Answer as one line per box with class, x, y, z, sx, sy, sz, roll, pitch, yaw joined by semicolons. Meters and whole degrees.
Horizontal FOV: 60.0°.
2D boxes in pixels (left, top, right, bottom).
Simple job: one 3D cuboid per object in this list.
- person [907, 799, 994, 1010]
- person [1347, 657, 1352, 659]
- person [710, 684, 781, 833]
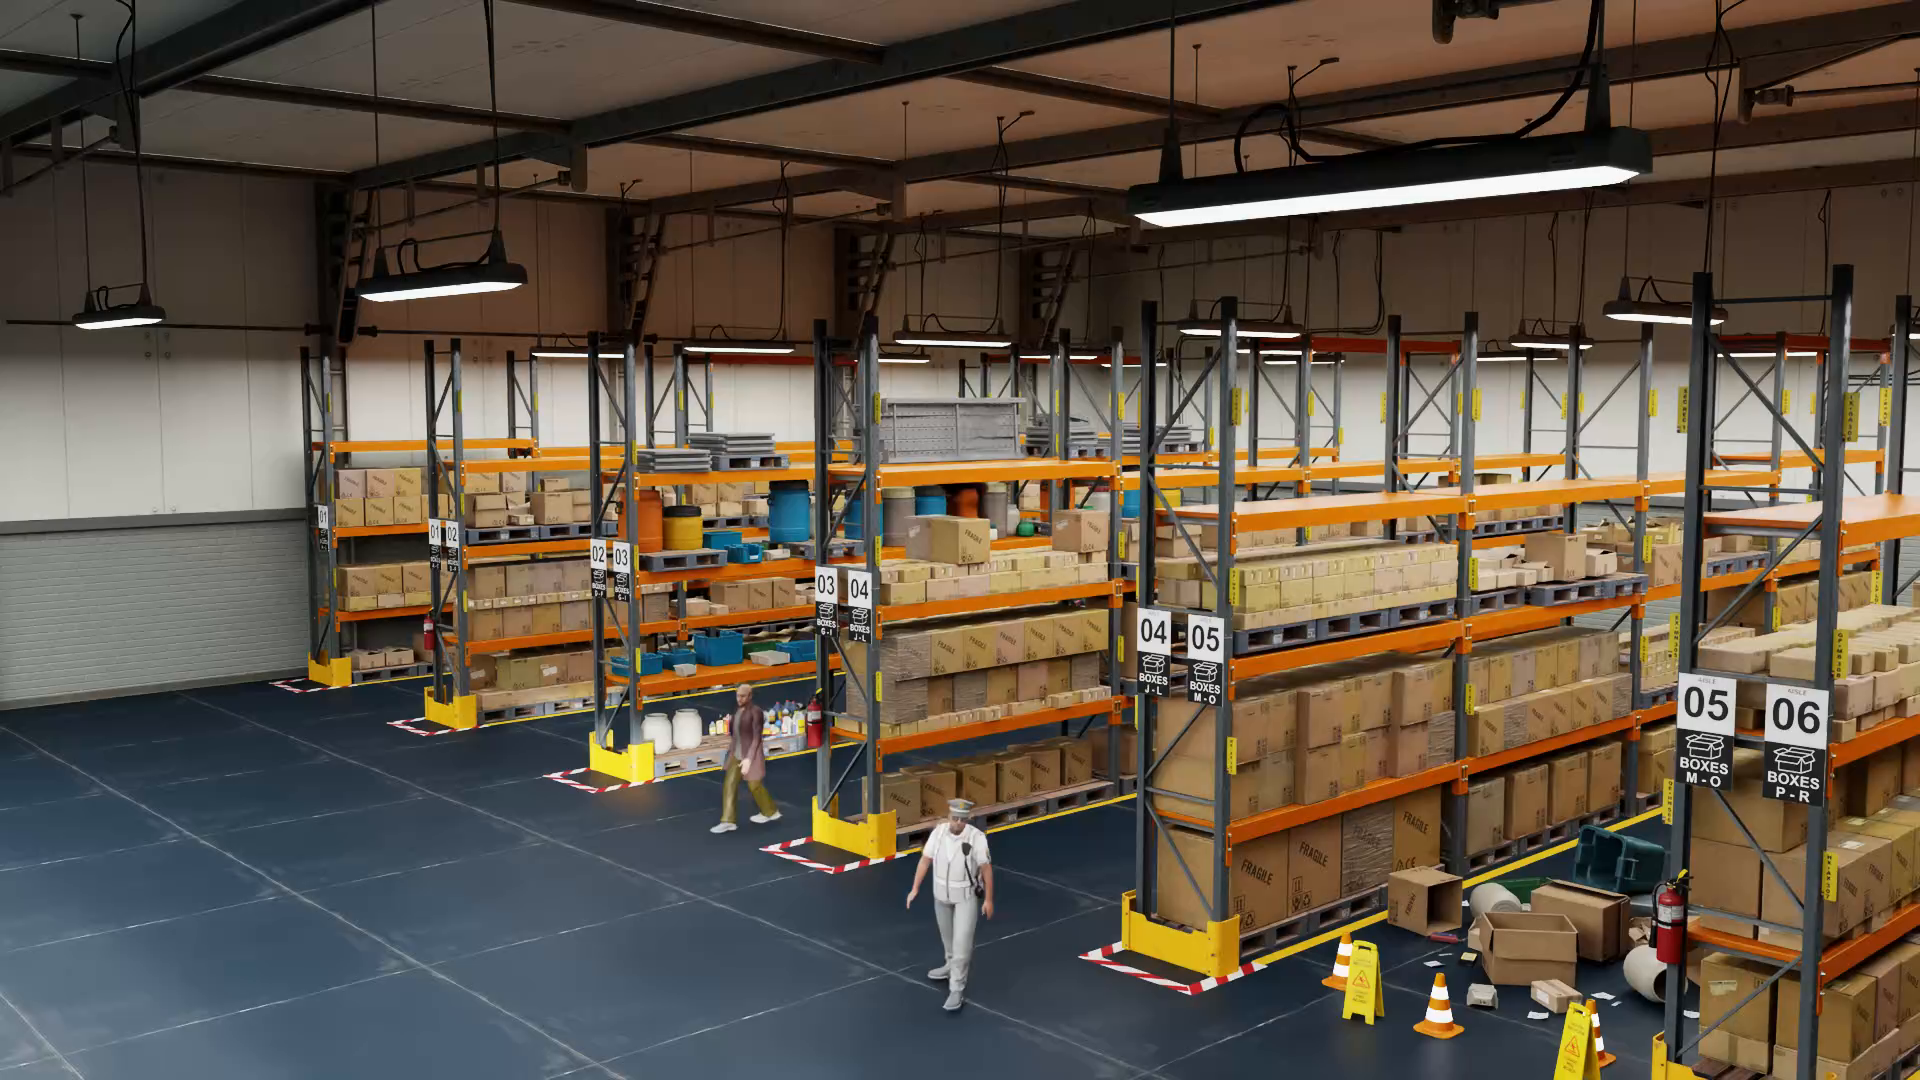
person;-0.073;3.041;14.225;0.680;1.705;0.913;2;5;24
person;5.419;2.360;22.813;0.810;1.637;0.604;-4;7;-40
person;-2.520;2.554;19.634;0.587;1.740;0.950;4;6;37
